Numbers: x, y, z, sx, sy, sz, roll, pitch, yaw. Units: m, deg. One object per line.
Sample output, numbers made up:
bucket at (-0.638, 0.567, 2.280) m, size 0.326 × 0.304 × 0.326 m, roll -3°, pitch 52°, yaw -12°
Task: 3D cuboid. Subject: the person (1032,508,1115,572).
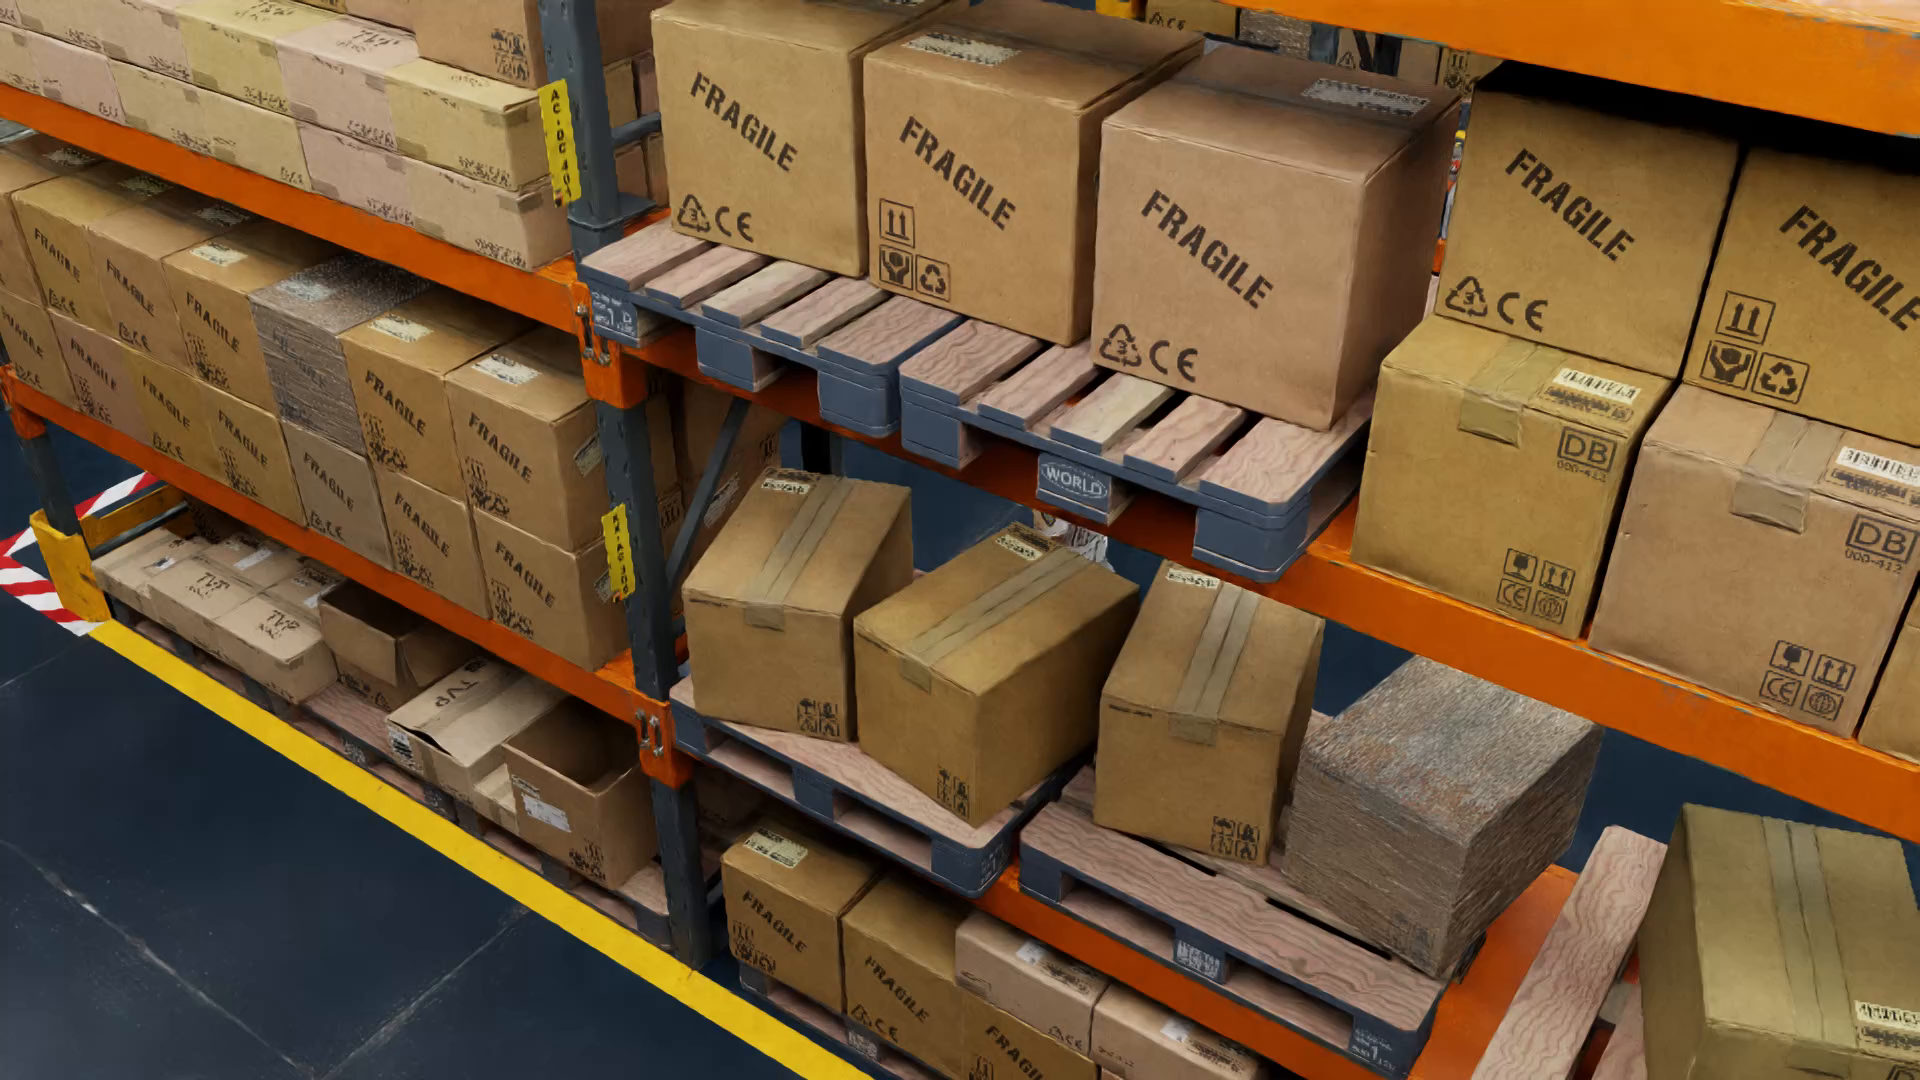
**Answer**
person at (0.551, 0.126, 6.952) m, size 0.768 × 1.669 × 0.522 m, roll 18°, pitch 39°, yaw 24°
